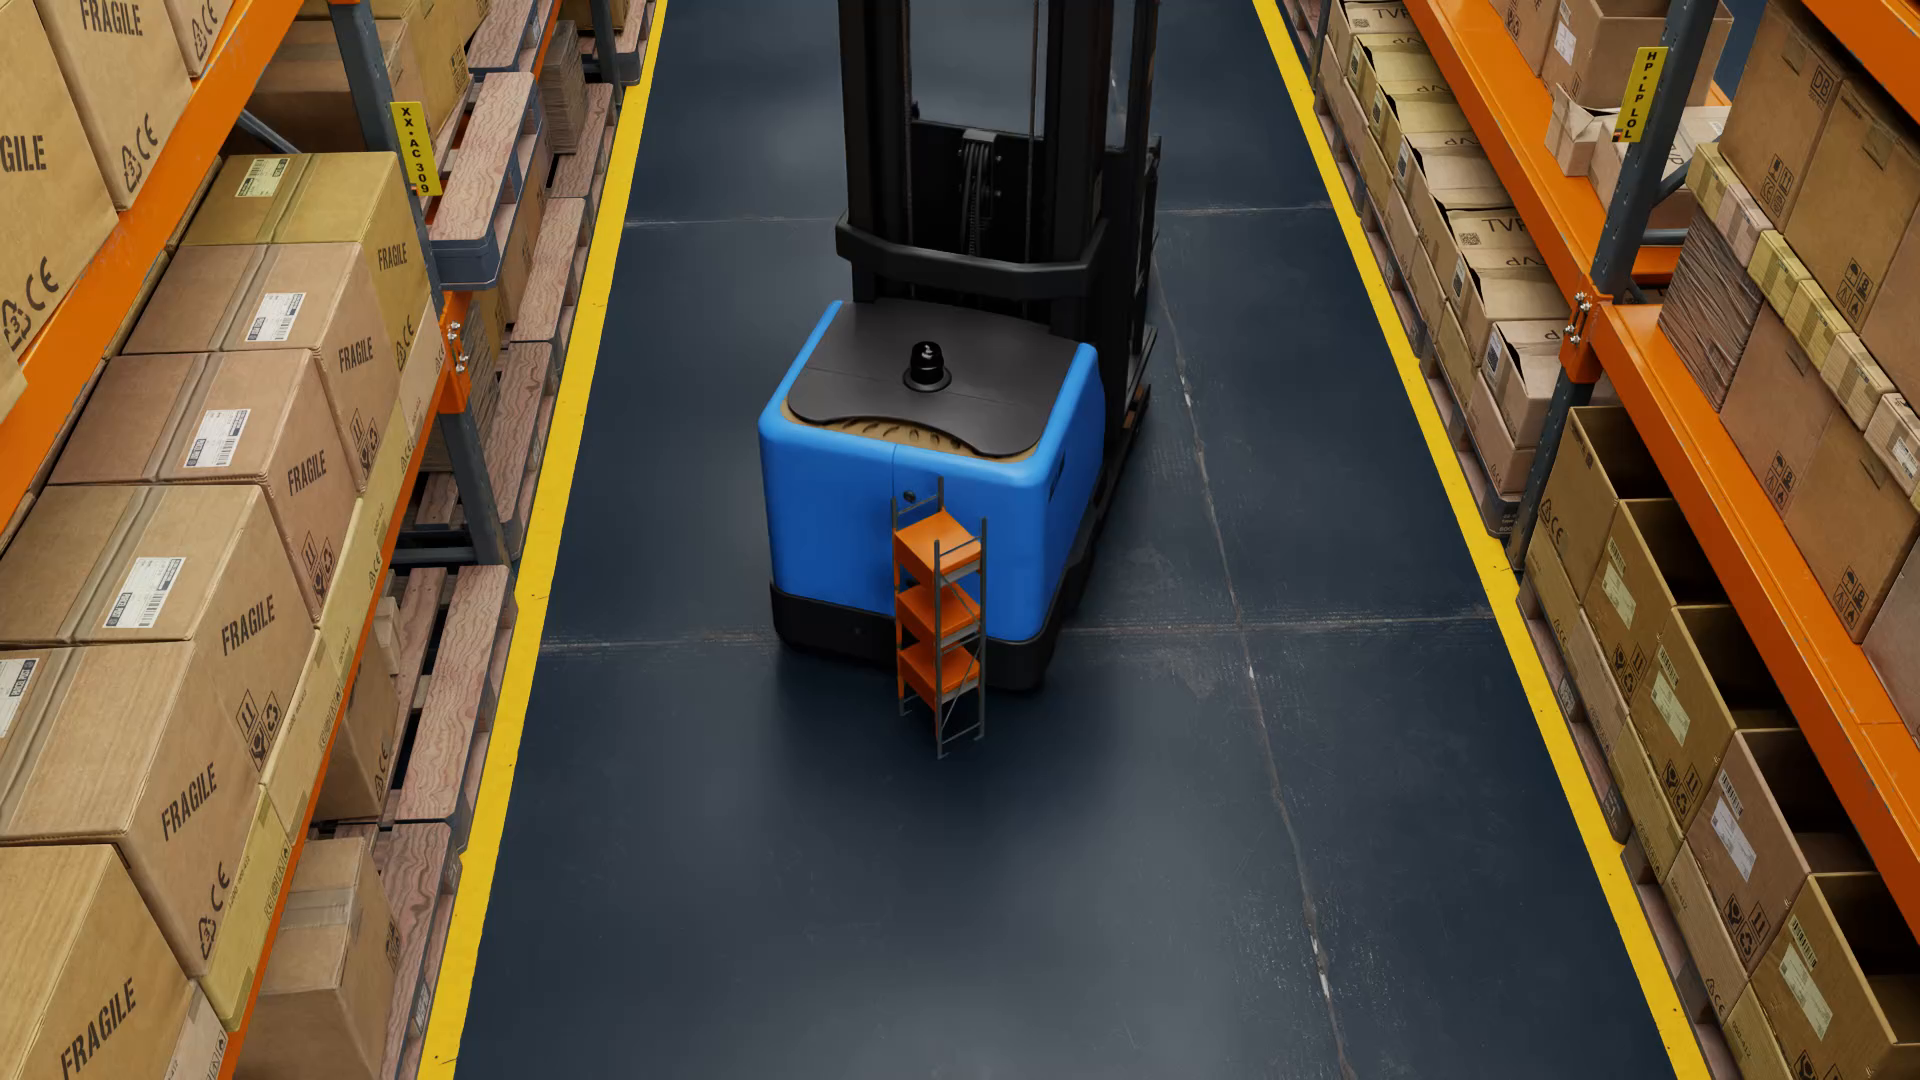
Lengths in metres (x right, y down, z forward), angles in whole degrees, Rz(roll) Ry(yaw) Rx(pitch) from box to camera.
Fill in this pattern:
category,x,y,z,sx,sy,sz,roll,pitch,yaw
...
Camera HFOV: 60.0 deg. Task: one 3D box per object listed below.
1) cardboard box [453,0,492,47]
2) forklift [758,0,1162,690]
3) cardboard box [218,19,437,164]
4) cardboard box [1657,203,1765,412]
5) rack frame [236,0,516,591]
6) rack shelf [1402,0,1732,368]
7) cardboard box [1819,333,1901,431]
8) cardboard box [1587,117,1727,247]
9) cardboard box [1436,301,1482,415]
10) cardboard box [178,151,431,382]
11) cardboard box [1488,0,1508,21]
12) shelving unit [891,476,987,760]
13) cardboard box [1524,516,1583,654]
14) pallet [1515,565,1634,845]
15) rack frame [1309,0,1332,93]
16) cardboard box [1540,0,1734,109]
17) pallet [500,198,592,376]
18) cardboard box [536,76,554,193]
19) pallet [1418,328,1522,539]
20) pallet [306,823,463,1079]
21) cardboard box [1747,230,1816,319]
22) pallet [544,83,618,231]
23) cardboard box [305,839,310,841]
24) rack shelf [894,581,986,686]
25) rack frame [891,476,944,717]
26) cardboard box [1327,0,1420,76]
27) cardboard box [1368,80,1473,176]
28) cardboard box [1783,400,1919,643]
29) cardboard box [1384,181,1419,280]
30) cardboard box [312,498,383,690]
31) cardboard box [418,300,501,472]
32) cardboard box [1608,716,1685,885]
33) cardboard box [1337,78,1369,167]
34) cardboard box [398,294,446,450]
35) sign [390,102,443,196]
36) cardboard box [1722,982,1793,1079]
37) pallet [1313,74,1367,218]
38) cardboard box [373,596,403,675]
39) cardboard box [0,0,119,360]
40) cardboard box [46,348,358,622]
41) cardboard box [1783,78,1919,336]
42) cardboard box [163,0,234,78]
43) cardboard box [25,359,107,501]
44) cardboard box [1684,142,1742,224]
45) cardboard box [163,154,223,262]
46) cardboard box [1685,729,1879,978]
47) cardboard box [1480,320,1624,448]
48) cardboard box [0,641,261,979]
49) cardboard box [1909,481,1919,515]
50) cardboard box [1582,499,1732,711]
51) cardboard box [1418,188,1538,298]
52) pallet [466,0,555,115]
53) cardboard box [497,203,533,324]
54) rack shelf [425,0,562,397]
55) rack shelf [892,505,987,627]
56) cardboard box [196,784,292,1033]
category,x,y,z,sx,sy,sz,roll,pitch,yaw
cardboard box,-2.316,-2.252,6.587,0.700,0.500,0.500,4,43,4
forklift,0.207,-1.546,6.267,1.130,2.935,3.031,11,44,12
cardboard box,-2.241,-1.430,5.691,0.700,0.500,0.500,-2,43,-2
cardboard box,2.721,-0.769,5.295,0.700,0.500,0.500,-3,43,-3
rack frame,-2.253,-0.887,5.498,1.000,3.000,0.127,-2,43,-2
rack shelf,2.611,-2.117,7.372,1.077,0.370,4.000,-2,43,-2
cardboard box,2.559,-0.431,4.446,0.380,0.149,0.250,-3,43,-3
cardboard box,2.632,-1.307,6.067,0.500,0.250,0.500,1,43,1
cardboard box,2.369,-0.786,7.112,0.500,0.250,0.500,-2,43,-2
cardboard box,-1.924,-0.805,4.950,0.500,0.500,0.500,-2,43,-2
cardboard box,2.614,-2.636,7.332,0.500,0.500,0.500,-4,43,-4
shelving unit,-0.068,0.285,5.662,0.215,1.050,0.252,-25,48,-25
cardboard box,2.413,0.149,6.092,0.500,0.250,0.500,-2,43,-2
pallet,2.688,0.534,6.011,1.003,0.211,1.213,-2,43,-2
rack frame,2.526,-3.732,8.602,1.000,3.000,0.127,-2,43,-2
cardboard box,2.657,-1.943,6.576,0.500,0.500,0.500,1,43,1
pallet,-2.342,-1.210,7.914,1.003,0.211,1.213,-2,43,-2
cardboard box,-2.434,-1.992,8.228,0.700,0.500,0.500,-2,43,-2
pallet,2.626,-0.500,7.139,1.003,0.211,1.213,-2,43,-2
pallet,-2.134,1.419,5.046,1.003,0.211,1.213,-2,43,-2
cardboard box,2.538,-0.777,4.824,0.380,0.149,0.250,-3,43,-3
pallet,-2.391,-2.032,8.810,1.003,0.211,1.213,-2,43,-2
cardboard box,-2.205,1.082,5.134,0.380,0.149,0.250,-5,43,-5
rack shelf,-0.068,0.293,5.669,0.215,0.259,0.240,-25,48,-25
rack frame,-0.138,0.218,5.735,0.200,1.050,0.008,-25,48,-25
cardboard box,2.255,-2.718,8.804,0.500,0.311,0.500,0,43,0
cardboard box,2.305,-2.019,8.042,0.500,0.311,0.500,-3,43,-3
cardboard box,2.768,-0.074,4.537,0.700,0.500,0.500,-1,43,-1
cardboard box,2.327,-1.475,7.863,0.500,0.250,0.500,-1,43,-1
cardboard box,-1.880,0.148,4.465,0.500,0.250,0.500,-2,43,-2
cardboard box,-2.301,-0.624,6.735,0.700,0.500,0.500,0,43,0
cardboard box,2.445,0.824,5.355,0.500,0.250,0.500,-2,43,-2
cardboard box,2.277,-2.172,8.624,0.500,0.250,0.500,-3,43,-3
cardboard box,-1.930,-0.528,5.202,0.500,0.250,0.500,-2,43,-2
sign,-1.711,-1.227,5.228,0.100,0.325,0.005,-2,43,-2
cardboard box,2.492,1.499,4.618,0.500,0.250,0.500,-2,43,-2
pallet,2.522,-2.147,8.936,1.003,0.211,1.213,-2,43,-2
cardboard box,-2.200,0.356,5.913,0.380,0.166,0.250,-7,43,-7
cardboard box,-1.905,-0.645,2.925,0.500,0.500,0.500,1,43,1
cardboard box,-1.886,-0.128,4.211,0.500,0.500,0.500,-3,43,-3
cardboard box,2.744,-0.906,4.485,0.700,0.500,0.500,-2,43,-2
cardboard box,-1.976,-1.361,3.706,0.500,0.500,0.500,-5,43,-5
cardboard box,-2.408,-0.106,4.187,0.500,0.500,0.500,-1,43,-1
cardboard box,2.514,-1.121,5.199,0.380,0.149,0.250,-2,43,-2
cardboard box,-2.442,-0.792,4.935,0.500,0.500,0.500,-3,43,-3
cardboard box,2.469,0.885,4.733,0.500,0.500,0.500,-2,43,-2
cardboard box,2.392,-0.645,6.542,0.500,0.311,0.500,-2,43,-2
cardboard box,-1.830,0.571,3.448,0.500,0.500,0.500,-3,43,-3
cardboard box,2.583,-0.075,4.058,0.380,0.149,0.250,-2,43,-2
cardboard box,2.432,0.210,5.470,0.500,0.500,0.500,-2,43,-2
cardboard box,2.345,-1.333,7.293,0.500,0.311,0.500,-2,43,-2
pallet,-2.298,-2.181,7.052,1.003,0.211,1.213,-2,43,-2
cardboard box,-2.354,-1.317,7.491,0.700,0.500,0.500,-1,43,-1
rack shelf,-2.338,-1.972,7.214,1.077,0.370,4.000,-2,43,-2
rack shelf,-0.068,0.084,5.477,0.215,0.259,0.240,-25,48,-25
cardboard box,-1.839,0.829,3.722,0.500,0.250,0.500,-2,43,-2
